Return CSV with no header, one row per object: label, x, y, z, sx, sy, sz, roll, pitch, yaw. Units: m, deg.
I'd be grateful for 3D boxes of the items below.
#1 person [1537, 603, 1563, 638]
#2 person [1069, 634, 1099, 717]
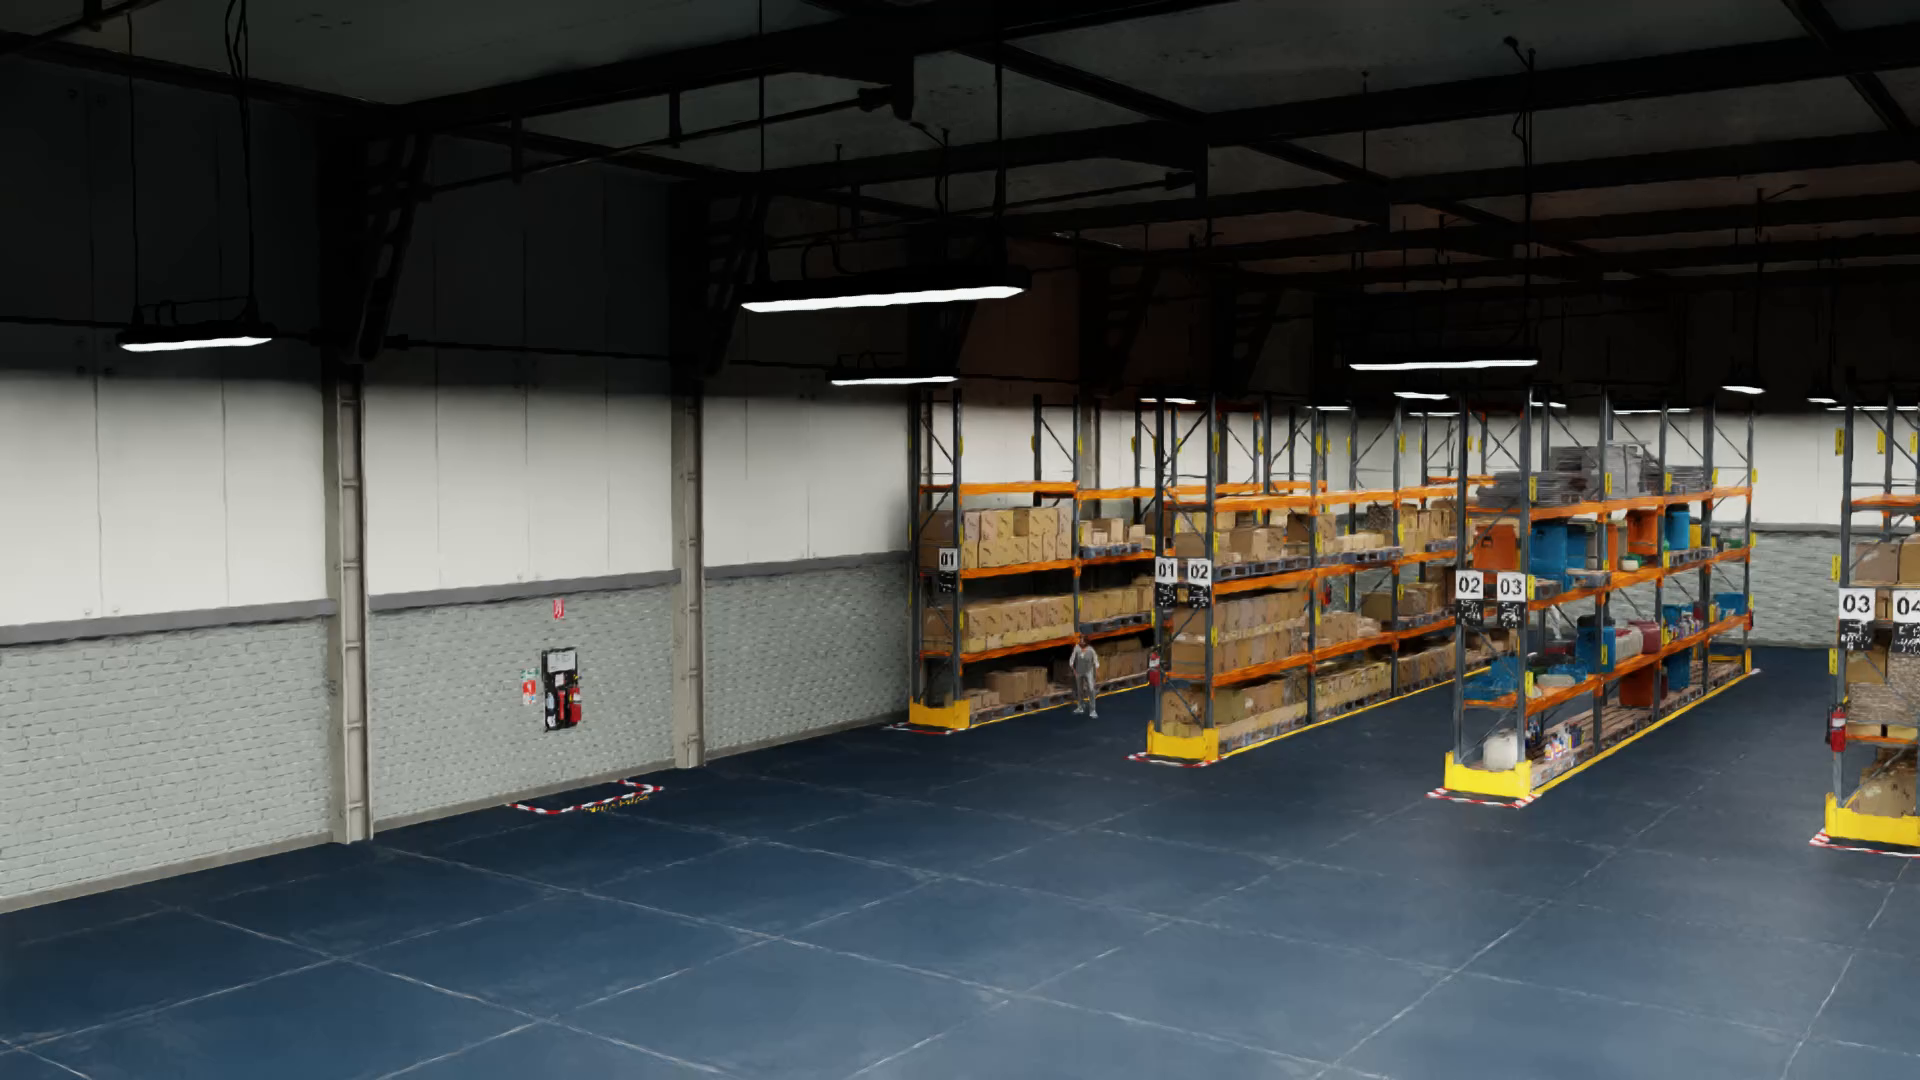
person,15.174,1.693,42.836,0.696,1.716,0.832,1,3,18
person,2.316,2.476,30.720,0.572,1.533,0.755,1,3,15
